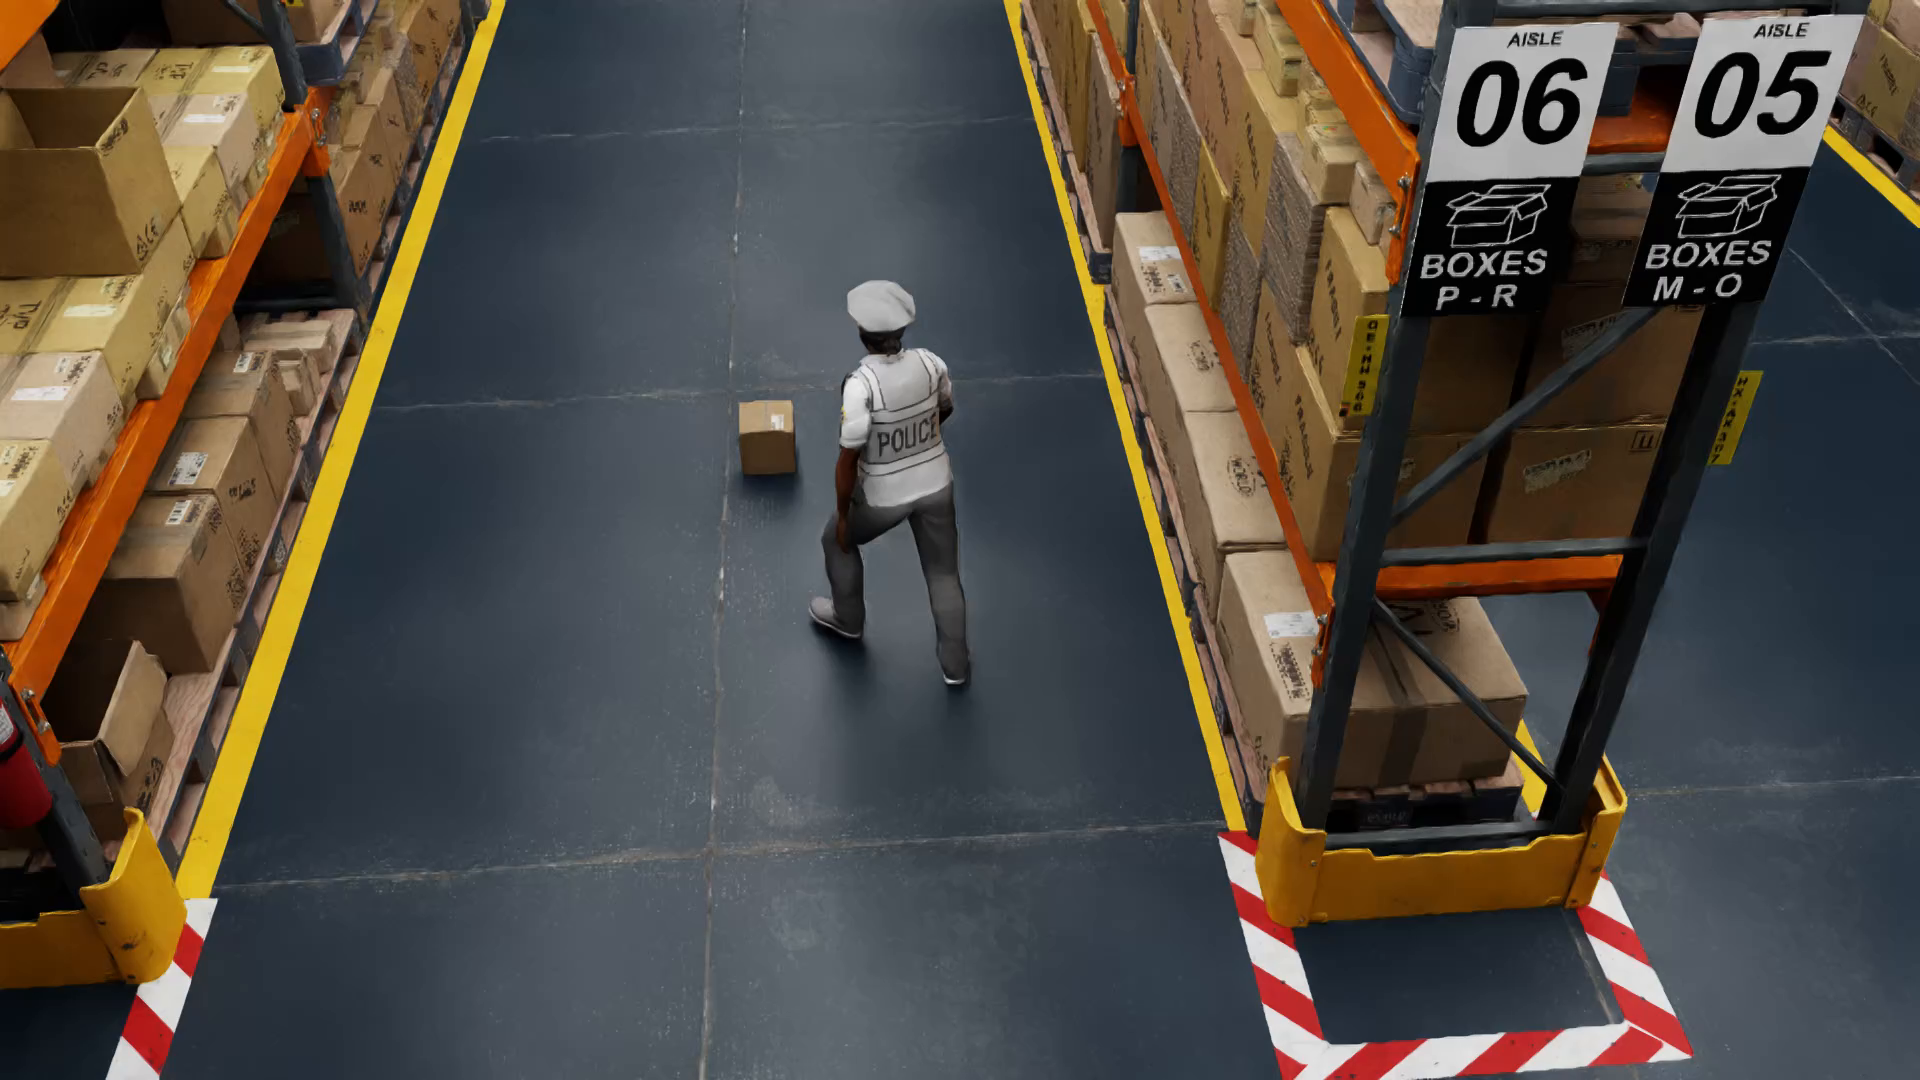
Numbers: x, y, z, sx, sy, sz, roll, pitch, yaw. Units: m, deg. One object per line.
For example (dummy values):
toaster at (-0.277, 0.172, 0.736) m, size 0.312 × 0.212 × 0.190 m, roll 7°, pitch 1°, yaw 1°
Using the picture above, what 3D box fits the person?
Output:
person at (-0.254, -0.200, 6.408) m, size 0.559 × 1.633 × 0.699 m, roll -17°, pitch 42°, yaw -20°
